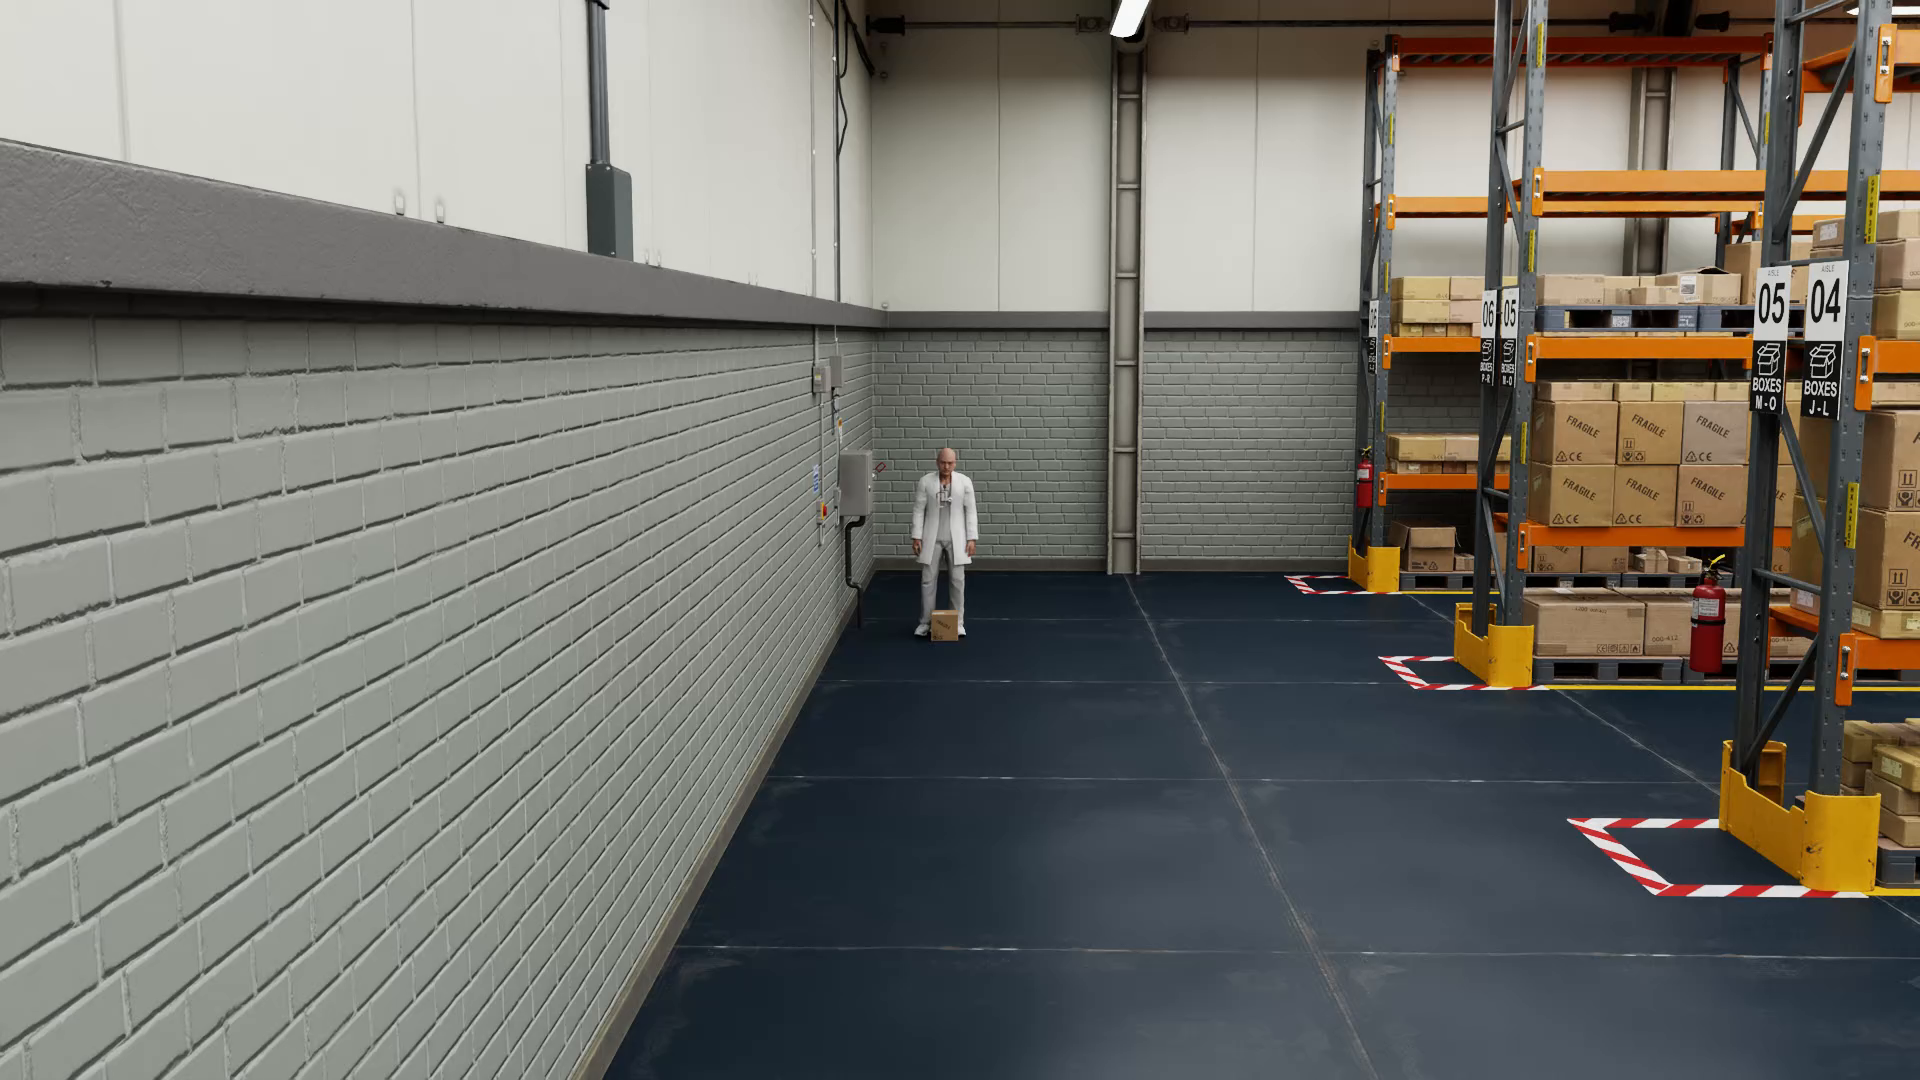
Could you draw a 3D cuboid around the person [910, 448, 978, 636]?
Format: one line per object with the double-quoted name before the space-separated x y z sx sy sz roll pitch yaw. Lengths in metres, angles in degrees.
"person" -0.150 0.012 15.726 0.642 1.773 0.424 0 7 -1
